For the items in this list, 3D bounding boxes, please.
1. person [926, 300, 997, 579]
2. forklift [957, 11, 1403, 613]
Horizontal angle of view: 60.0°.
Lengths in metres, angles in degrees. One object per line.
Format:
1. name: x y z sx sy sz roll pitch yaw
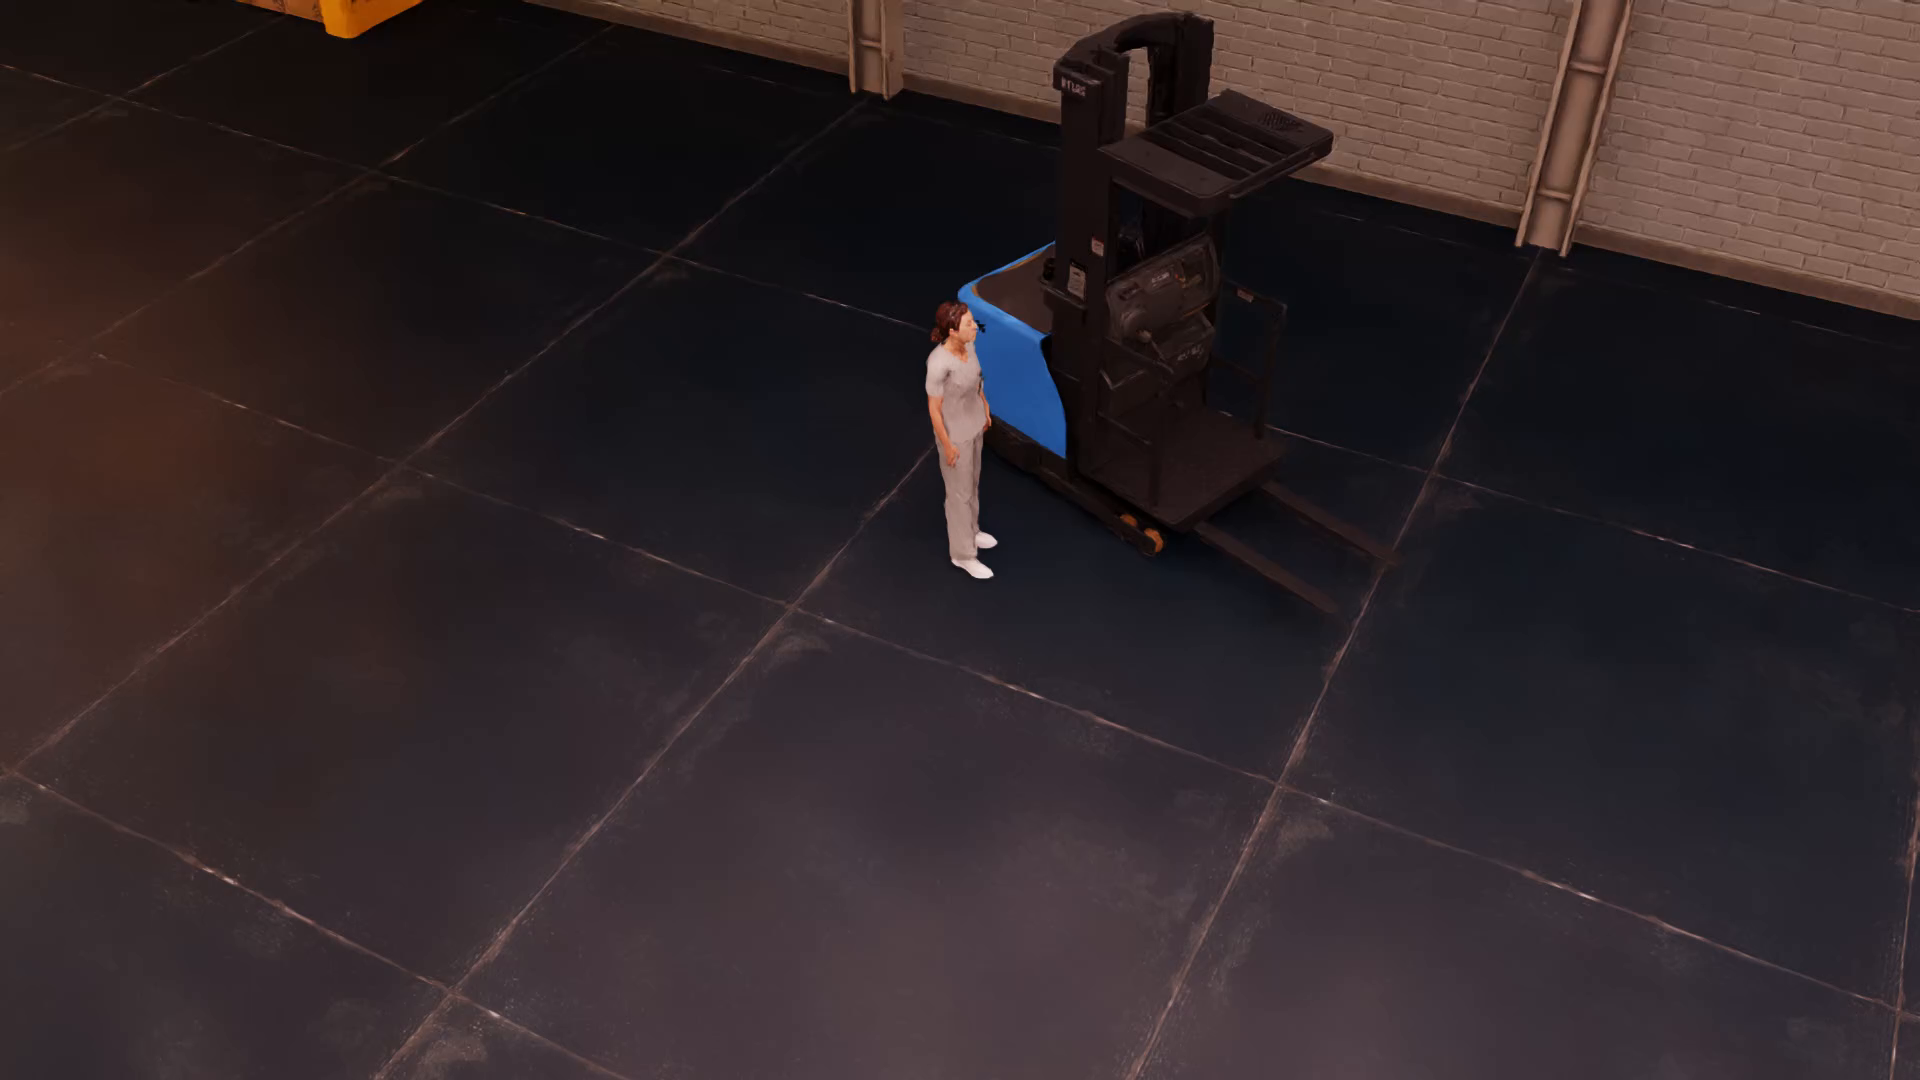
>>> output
1. person: 0.066 -0.594 9.697 0.532 1.619 0.550 18 43 21
2. forklift: 1.334 -1.399 9.648 1.130 2.935 3.031 -31 49 -31
